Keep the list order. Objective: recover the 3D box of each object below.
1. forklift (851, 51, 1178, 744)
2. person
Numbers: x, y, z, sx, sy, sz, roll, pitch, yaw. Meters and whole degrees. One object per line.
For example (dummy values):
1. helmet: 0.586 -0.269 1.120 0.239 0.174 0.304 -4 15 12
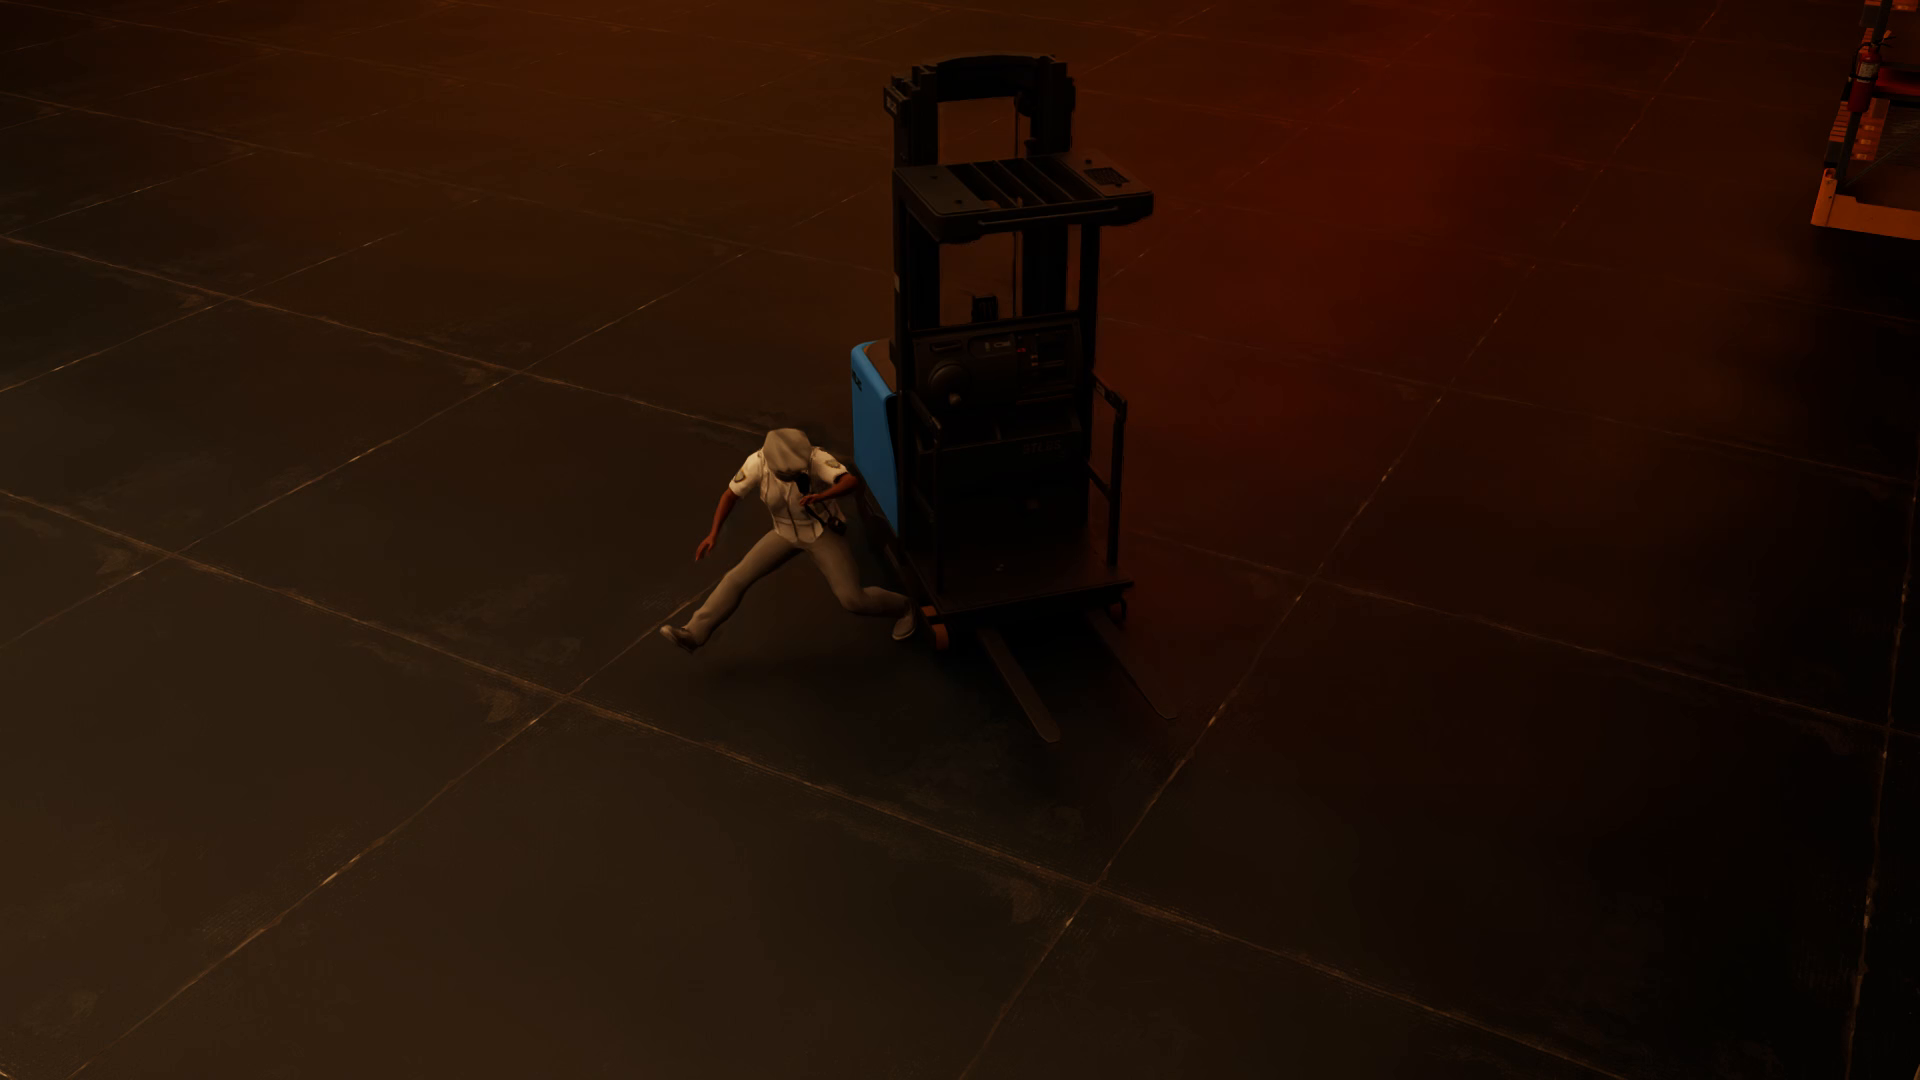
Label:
1. forklift: 0.274 -0.884 8.602 1.130 2.935 3.031 -9 31 -16
2. person: -0.881 -0.002 8.664 1.120 1.291 1.010 12 32 20
